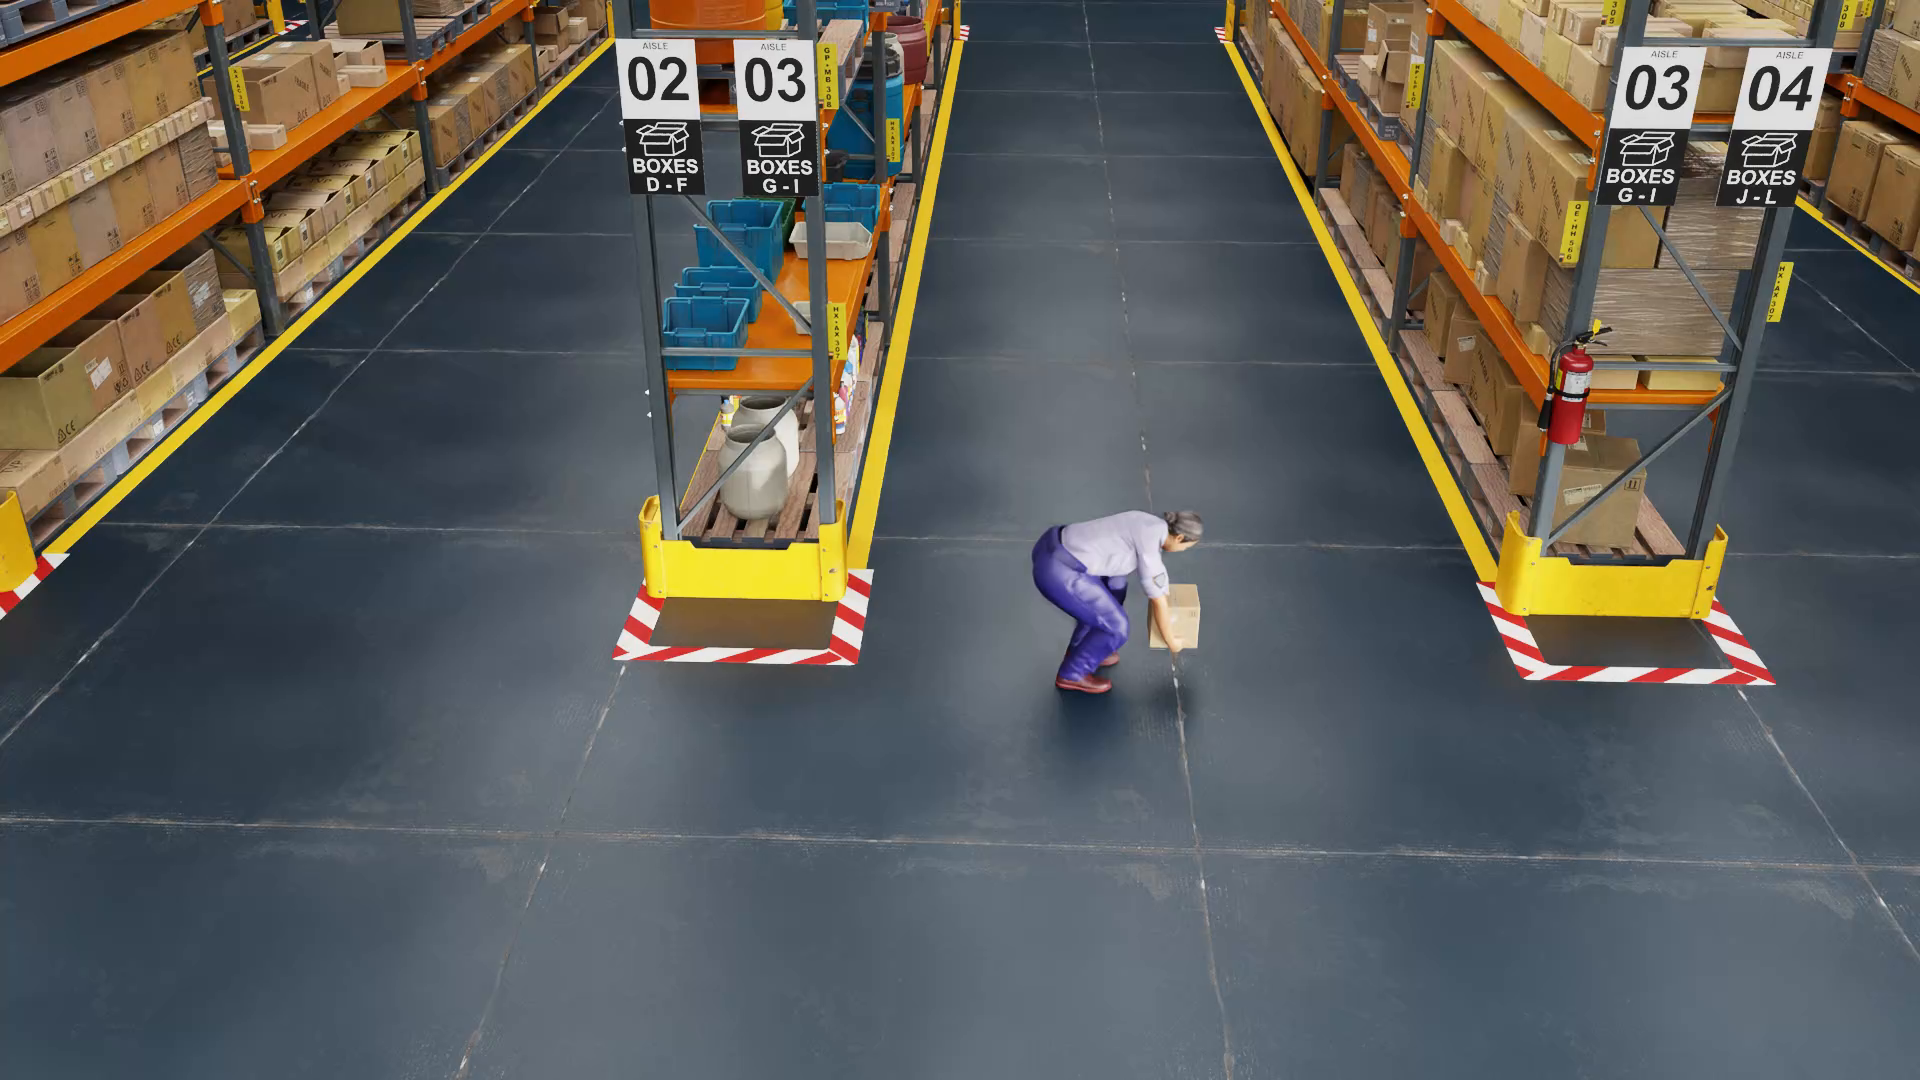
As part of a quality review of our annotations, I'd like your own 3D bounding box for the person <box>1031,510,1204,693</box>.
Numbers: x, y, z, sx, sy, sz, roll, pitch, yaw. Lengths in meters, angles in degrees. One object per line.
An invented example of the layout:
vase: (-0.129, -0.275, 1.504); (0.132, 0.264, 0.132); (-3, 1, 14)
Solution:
person: (0.819, 0.294, 8.795); (0.892, 0.985, 0.504); (0, 28, -1)
